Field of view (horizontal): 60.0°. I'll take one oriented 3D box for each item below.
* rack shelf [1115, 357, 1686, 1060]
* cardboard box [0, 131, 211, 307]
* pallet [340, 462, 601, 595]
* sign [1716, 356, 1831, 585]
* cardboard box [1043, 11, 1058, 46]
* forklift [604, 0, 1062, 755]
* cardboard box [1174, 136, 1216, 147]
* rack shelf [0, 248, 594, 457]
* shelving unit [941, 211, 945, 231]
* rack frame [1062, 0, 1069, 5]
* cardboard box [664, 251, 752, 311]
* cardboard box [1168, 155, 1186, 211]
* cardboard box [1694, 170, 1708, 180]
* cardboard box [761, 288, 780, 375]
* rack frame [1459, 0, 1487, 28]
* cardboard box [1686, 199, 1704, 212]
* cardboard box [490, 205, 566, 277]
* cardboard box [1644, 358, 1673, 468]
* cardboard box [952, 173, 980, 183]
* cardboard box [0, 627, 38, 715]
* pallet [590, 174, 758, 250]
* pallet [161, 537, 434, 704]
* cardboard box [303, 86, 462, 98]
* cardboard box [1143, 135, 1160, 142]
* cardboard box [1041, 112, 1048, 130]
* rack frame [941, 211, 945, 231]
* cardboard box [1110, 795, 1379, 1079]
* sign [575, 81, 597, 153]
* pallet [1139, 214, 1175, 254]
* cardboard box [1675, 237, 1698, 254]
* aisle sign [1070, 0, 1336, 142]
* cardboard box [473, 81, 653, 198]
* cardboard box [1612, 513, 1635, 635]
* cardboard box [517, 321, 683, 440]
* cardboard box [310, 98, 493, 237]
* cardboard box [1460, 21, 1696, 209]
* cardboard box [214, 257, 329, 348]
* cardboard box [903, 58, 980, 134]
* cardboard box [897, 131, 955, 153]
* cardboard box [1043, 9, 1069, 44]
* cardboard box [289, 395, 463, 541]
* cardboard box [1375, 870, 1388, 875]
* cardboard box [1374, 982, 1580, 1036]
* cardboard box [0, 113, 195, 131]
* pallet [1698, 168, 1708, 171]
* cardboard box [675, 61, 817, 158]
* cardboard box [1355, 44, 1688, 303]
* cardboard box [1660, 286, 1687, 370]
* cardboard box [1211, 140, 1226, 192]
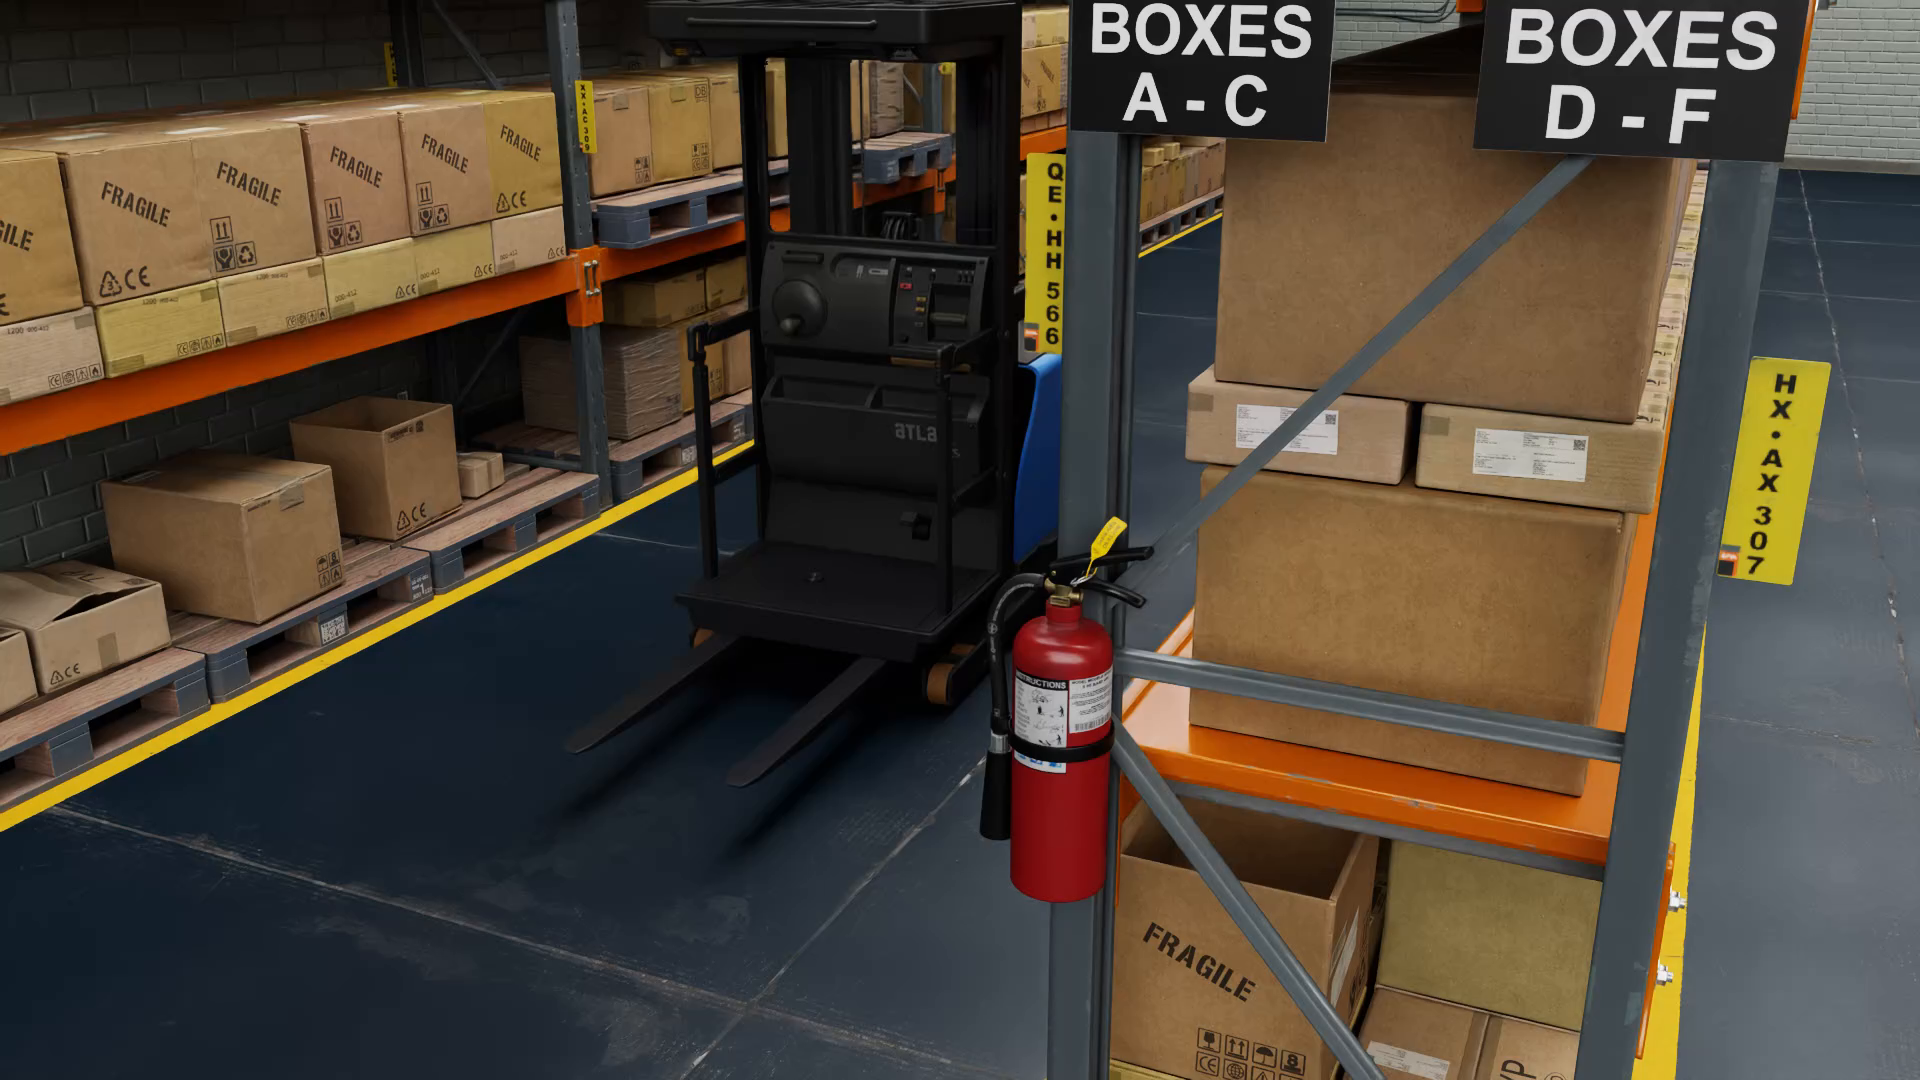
[{"bbox_3d":[1.463,-0.001,4.568,1.077,0.370,4.000,9,21,23],"label":"rack shelf"},{"bbox_3d":[-2.978,-1.110,5.689,0.500,0.500,0.500,8,21,21],"label":"cardboard box"},{"bbox_3d":[-2.482,-0.106,7.951,1.003,0.211,1.213,9,21,23],"label":"pallet"},{"bbox_3d":[1.148,-0.095,2.351,0.100,0.325,0.005,9,21,23],"label":"sign"},{"bbox_3d":[0.444,-3.981,12.943,0.500,0.250,0.500,8,21,22],"label":"cardboard box"},{"bbox_3d":[-0.323,-0.993,6.387,1.130,2.935,3.031,8,21,21],"label":"forklift"},{"bbox_3d":[2.489,-4.253,17.588,0.380,0.149,0.250,9,22,24],"label":"cardboard box"},{"bbox_3d":[-3.058,-0.679,6.476,1.077,0.370,4.000,9,21,23],"label":"rack shelf"},{"bbox_3d":[0.309,-0.975,8.473,0.538,1.500,1.048,8,21,21],"label":"shelving unit"},{"bbox_3d":[1.037,-4.075,14.951,1.000,3.000,0.127,9,21,23],"label":"rack frame"},{"bbox_3d":[-1.566,-1.534,9.762,0.500,0.250,0.500,8,21,21],"label":"cardboard box"},{"bbox_3d":[1.858,-3.620,16.774,0.700,0.500,0.500,9,22,24],"label":"cardboard box"},{"bbox_3d":[2.366,-1.191,5.725,0.380,0.149,0.250,9,21,23],"label":"cardboard box"},{"bbox_3d":[-1.343,-1.357,10.383,0.700,0.500,0.500,8,21,22],"label":"cardboard box"},{"bbox_3d":[2.282,-0.951,6.166,1.000,3.000,0.127,9,21,23],"label":"rack frame"},{"bbox_3d":[2.051,-0.955,5.061,0.380,0.149,0.250,9,21,23],"label":"cardboard box"},{"bbox_3d":[-2.156,-1.382,7.572,0.500,0.250,0.500,9,21,23],"label":"cardboard box"},{"bbox_3d":[1.107,-0.253,3.085,0.380,0.149,0.250,8,21,21],"label":"cardboard box"},{"bbox_3d":[0.184,-2.511,13.135,0.750,0.750,0.750,8,21,22],"label":"cardboard box"},{"bbox_3d":[-3.511,0.454,5.573,0.500,0.311,0.500,6,20,17],"label":"cardboard box"},{"bbox_3d":[-1.793,-1.753,8.707,1.003,0.211,1.213,9,21,23],"label":"pallet"},{"bbox_3d":[-2.980,0.269,6.898,1.003,0.211,1.213,9,21,23],"label":"pallet"},{"bbox_3d":[-2.622,-1.807,7.647,0.500,0.500,0.500,8,21,21],"label":"cardboard box"},{"bbox_3d":[1.831,-4.074,17.083,0.380,0.149,0.250,9,21,23],"label":"cardboard box"},{"bbox_3d":[0.477,-3.362,13.291,0.380,0.149,0.250,9,22,24],"label":"cardboard box"},{"bbox_3d":[0.117,-0.818,8.030,0.500,1.500,0.032,8,21,21],"label":"rack frame"},{"bbox_3d":[0.592,0.811,3.569,0.500,0.500,0.500,9,21,23],"label":"cardboard box"},{"bbox_3d":[-1.741,-1.965,7.727,0.100,0.325,0.005,9,21,23],"label":"sign"},{"bbox_3d":[1.420,-2.983,16.042,1.003,0.211,1.213,9,21,23],"label":"pallet"},{"bbox_3d":[1.739,-0.722,4.404,0.380,0.149,0.250,9,22,24],"label":"cardboard box"},{"bbox_3d":[0.349,-0.973,2.349,0.394,0.787,0.004,9,21,23],"label":"aisle sign"},{"bbox_3d":[-1.999,-2.035,8.408,0.700,0.500,0.500,9,21,23],"label":"cardboard box"},{"bbox_3d":[1.057,-0.078,3.561,0.700,0.500,0.500,9,22,24],"label":"cardboard box"},{"bbox_3d":[-1.953,-0.886,9.059,0.700,0.500,0.500,9,22,25],"label":"cardboard box"},{"bbox_3d":[-2.350,-1.581,7.014,0.500,0.500,0.500,8,21,22],"label":"cardboard box"},{"bbox_3d":[1.900,-1.318,5.114,0.700,0.500,0.500,8,21,23],"label":"cardboard box"},{"bbox_3d":[-2.765,-0.921,6.276,0.500,0.250,0.500,9,21,23],"label":"cardboard box"},{"bbox_3d":[-0.169,-3.162,11.762,0.500,0.500,0.500,9,22,24],"label":"cardboard box"},{"bbox_3d":[-0.255,-2.812,11.745,0.380,0.149,0.250,8,21,22],"label":"cardboard box"},{"bbox_3d":[0.652,-4.136,13.381,0.500,0.250,0.500,9,21,24],"label":"cardboard box"},{"bbox_3d":[-2.627,-0.336,7.512,0.500,0.500,0.500,7,21,19],"label":"cardboard box"},{"bbox_3d":[0.991,0.857,4.558,0.500,0.250,0.500,9,21,23],"label":"cardboard box"},{"bbox_3d":[1.268,1.083,3.925,0.500,0.250,0.500,9,21,23],"label":"cardboard box"},{"bbox_3d":[-3.249,-1.337,6.327,0.500,0.500,0.500,9,21,23],"label":"cardboard box"},{"bbox_3d":[4.712,-2.679,11.310,1.003,0.211,1.213,9,21,23],"label":"pallet"},{"bbox_3d":[-1.274,-2.578,9.935,0.700,0.500,0.500,9,21,23],"label":"cardboard box"},{"bbox_3d":[1.285,-0.859,3.824,0.700,0.500,0.500,9,21,23],"label":"cardboard box"},{"bbox_3d":[1.422,-0.487,3.745,0.380,0.149,0.250,8,21,21],"label":"cardboard box"},{"bbox_3d":[2.480,-4.090,18.098,0.700,0.500,0.500,9,21,23],"label":"cardboard box"}]
